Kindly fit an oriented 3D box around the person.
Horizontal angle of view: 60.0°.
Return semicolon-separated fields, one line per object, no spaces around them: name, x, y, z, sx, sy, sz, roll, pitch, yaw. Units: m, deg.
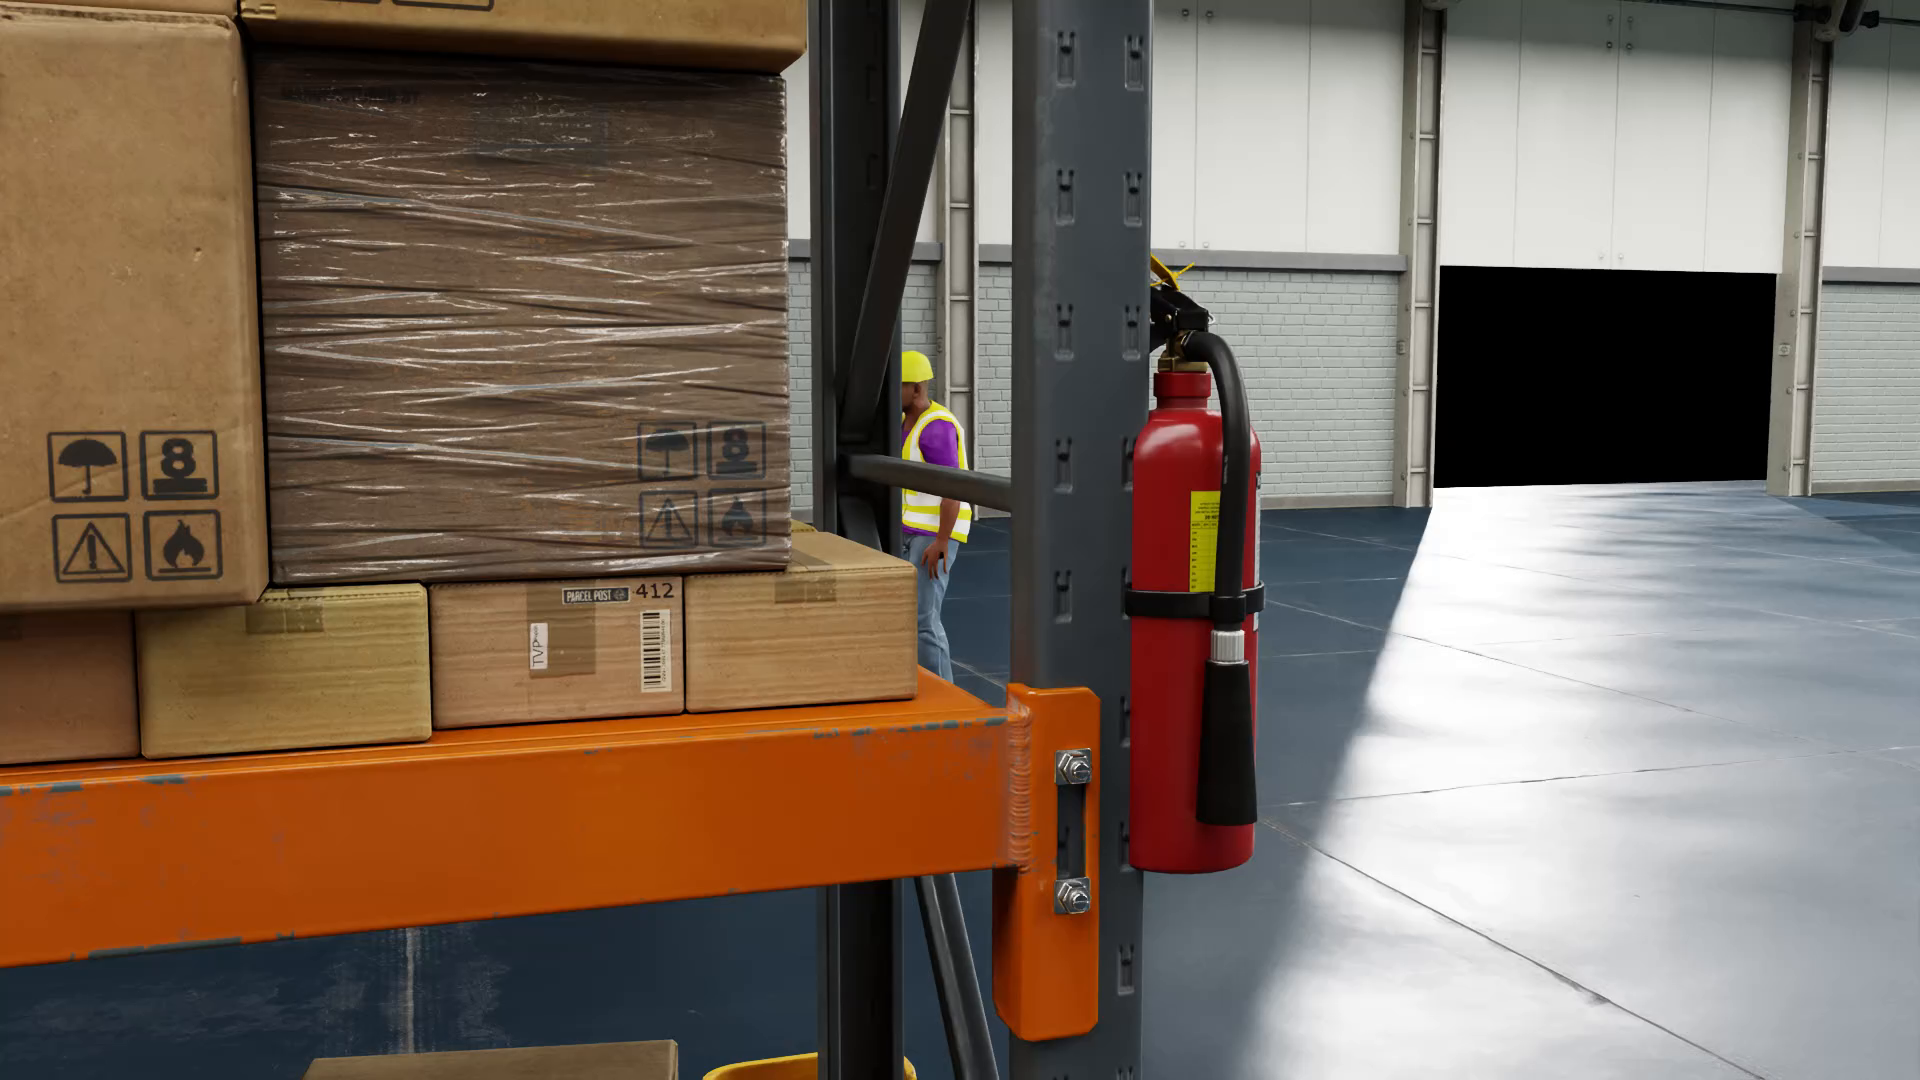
person;-0.204;-0.018;7.931;0.461;1.760;0.626;-2;6;-19
